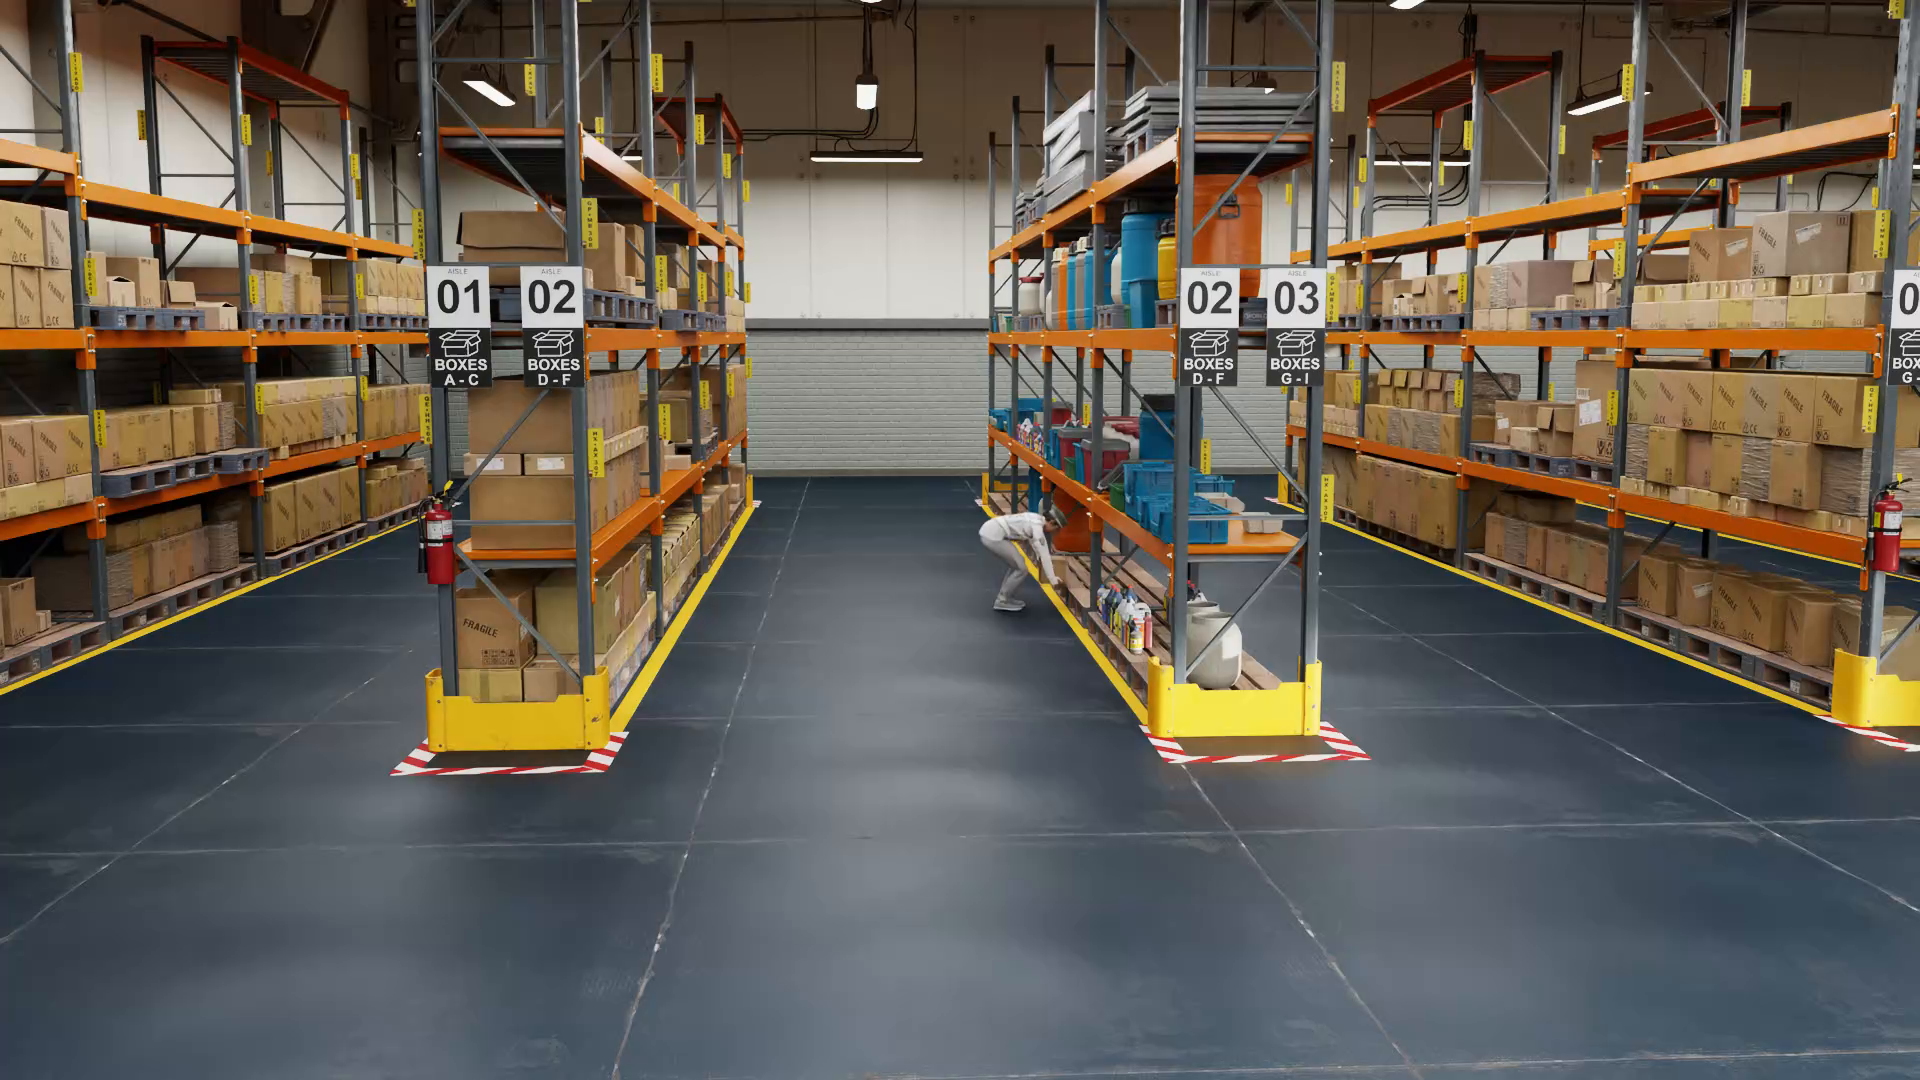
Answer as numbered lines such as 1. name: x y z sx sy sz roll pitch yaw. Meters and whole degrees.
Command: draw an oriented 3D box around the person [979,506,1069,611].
1. person: 0.656 0.178 16.845 0.921 1.049 0.445 -1 7 -7
